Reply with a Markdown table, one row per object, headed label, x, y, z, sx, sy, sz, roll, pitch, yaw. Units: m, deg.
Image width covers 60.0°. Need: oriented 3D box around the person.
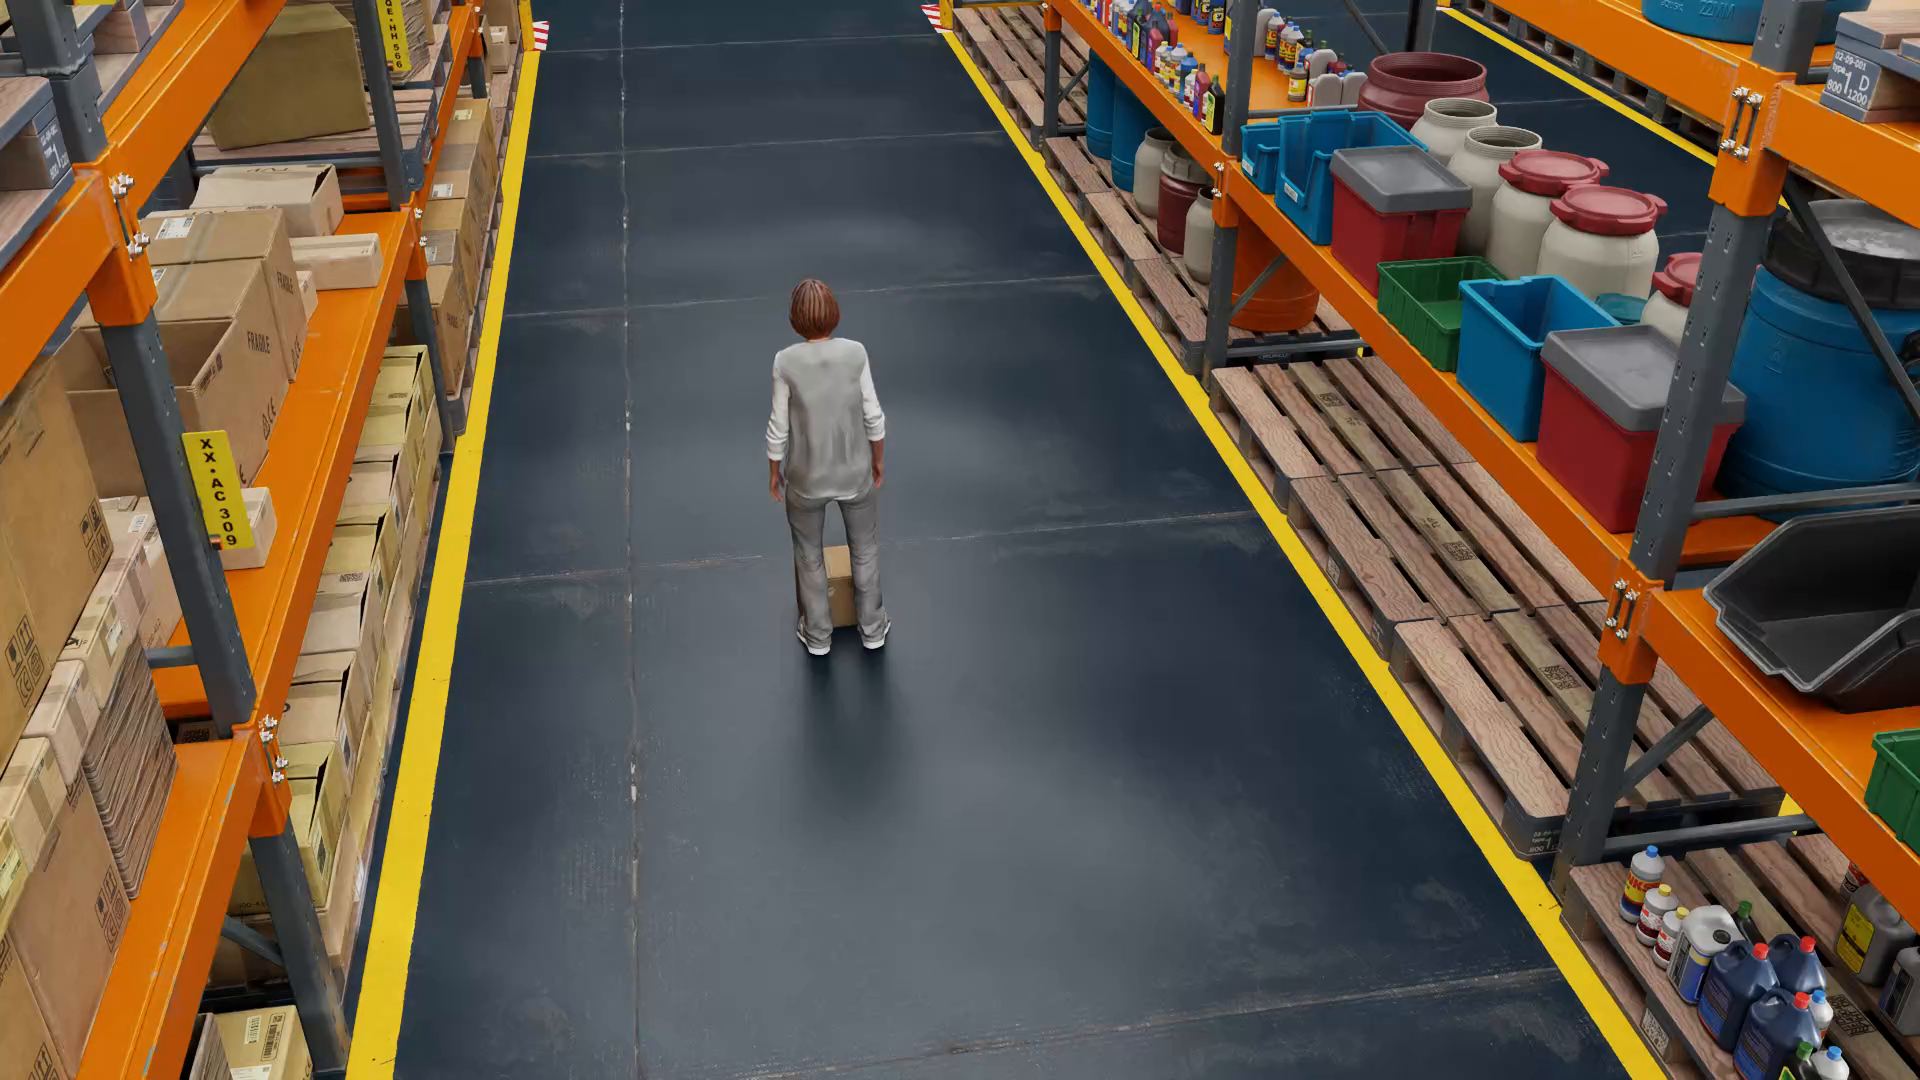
| label | x | y | z | sx | sy | sz | roll | pitch | yaw |
| --- | --- | --- | --- | --- | --- | --- | --- | --- | --- |
| person | -0.517 | -0.253 | 6.562 | 0.480 | 1.594 | 0.343 | -7 | 32 | -11 |
